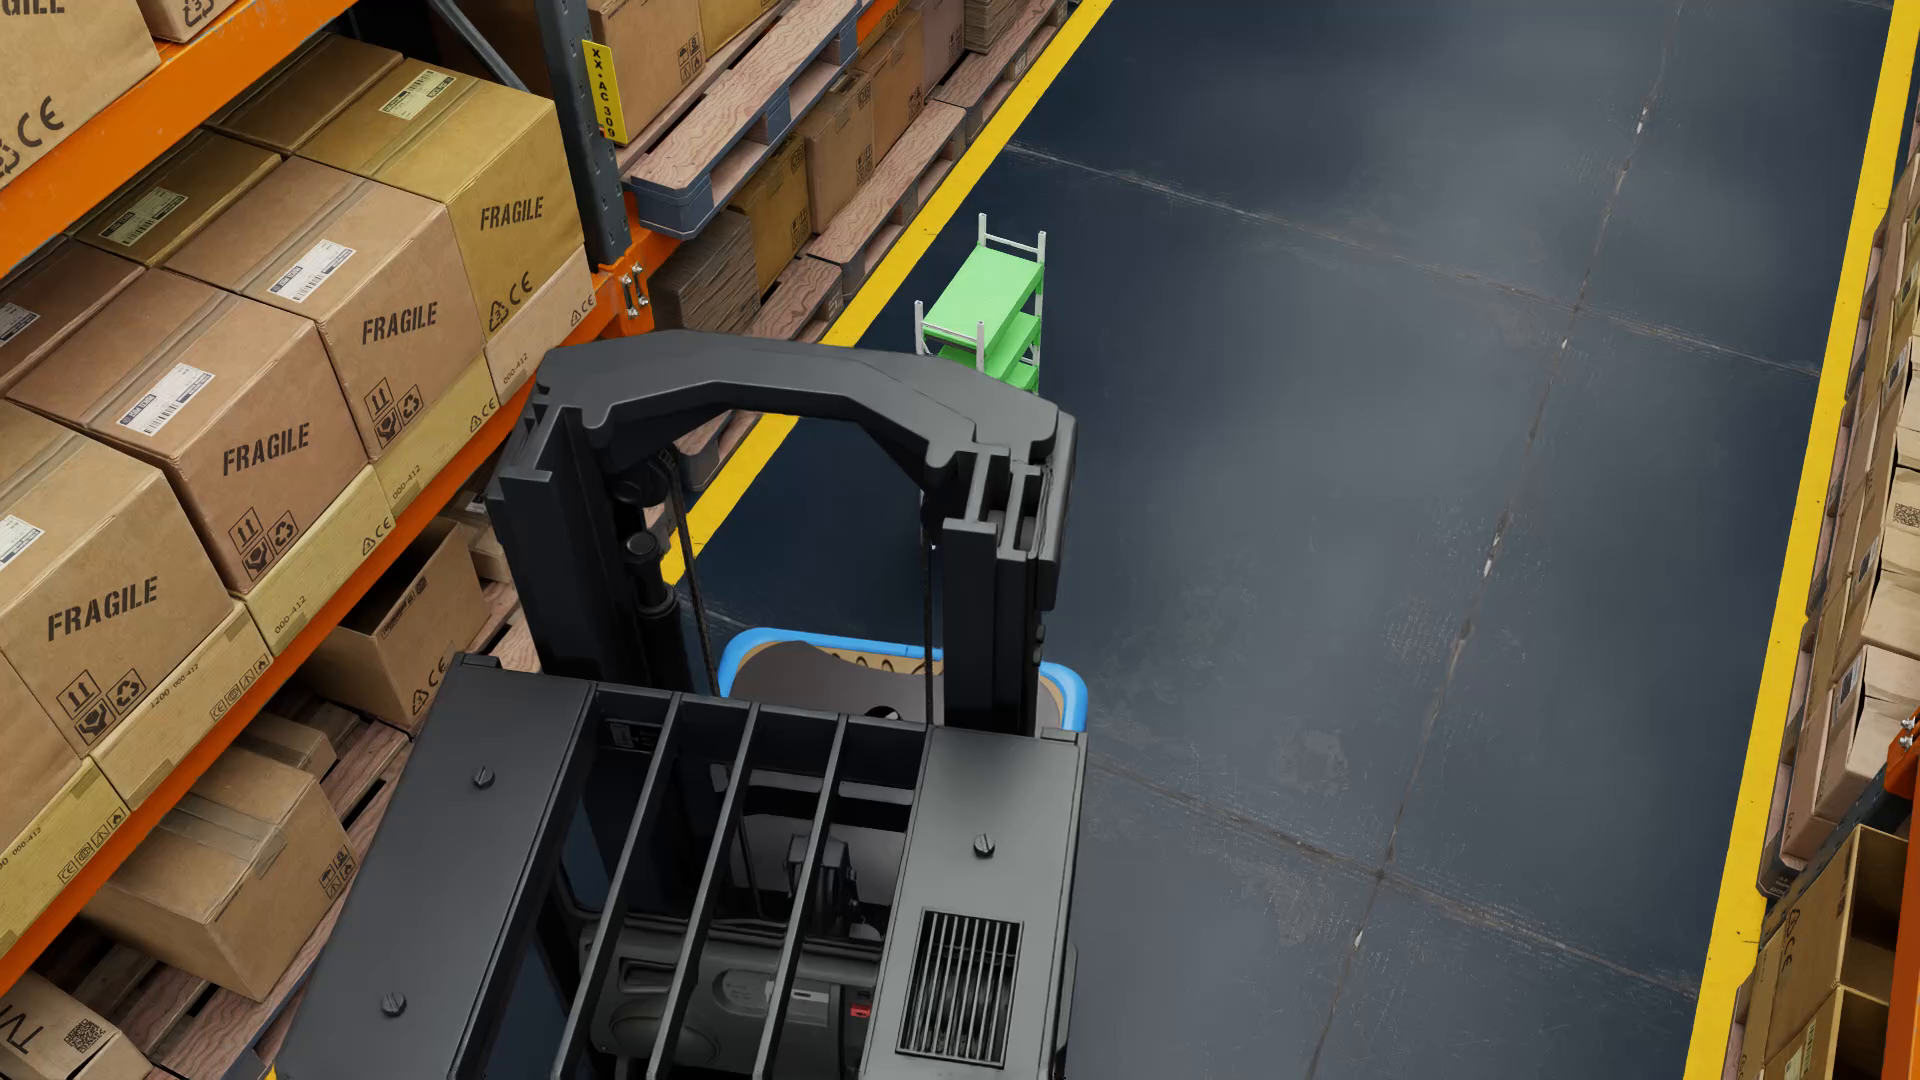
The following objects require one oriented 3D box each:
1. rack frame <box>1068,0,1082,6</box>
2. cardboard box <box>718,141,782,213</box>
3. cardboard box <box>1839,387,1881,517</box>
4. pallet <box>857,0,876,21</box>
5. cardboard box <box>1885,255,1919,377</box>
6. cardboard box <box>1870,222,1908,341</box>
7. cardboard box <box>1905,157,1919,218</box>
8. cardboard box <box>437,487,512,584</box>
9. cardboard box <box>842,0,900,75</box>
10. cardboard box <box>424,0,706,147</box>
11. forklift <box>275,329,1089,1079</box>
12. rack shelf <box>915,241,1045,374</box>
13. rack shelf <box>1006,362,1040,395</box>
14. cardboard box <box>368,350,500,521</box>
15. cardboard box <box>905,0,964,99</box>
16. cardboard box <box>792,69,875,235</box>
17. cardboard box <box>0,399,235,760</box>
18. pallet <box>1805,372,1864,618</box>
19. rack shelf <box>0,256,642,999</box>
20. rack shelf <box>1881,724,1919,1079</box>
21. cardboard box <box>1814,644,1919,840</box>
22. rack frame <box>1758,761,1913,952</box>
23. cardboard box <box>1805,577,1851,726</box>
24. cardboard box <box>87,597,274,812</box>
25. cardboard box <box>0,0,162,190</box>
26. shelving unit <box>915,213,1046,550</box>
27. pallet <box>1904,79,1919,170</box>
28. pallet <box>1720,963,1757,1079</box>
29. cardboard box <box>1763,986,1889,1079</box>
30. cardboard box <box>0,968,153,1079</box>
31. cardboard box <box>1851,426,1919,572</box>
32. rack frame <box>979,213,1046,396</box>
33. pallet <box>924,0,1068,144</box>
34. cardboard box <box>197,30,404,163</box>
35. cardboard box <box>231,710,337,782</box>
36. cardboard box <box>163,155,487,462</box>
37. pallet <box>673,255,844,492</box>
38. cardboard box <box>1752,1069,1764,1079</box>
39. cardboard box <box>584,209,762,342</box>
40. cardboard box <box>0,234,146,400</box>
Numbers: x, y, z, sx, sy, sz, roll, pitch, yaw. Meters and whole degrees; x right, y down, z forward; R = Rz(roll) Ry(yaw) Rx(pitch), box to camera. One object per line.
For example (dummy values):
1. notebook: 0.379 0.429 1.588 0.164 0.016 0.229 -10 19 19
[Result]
1. rack frame: 0.185 -3.940 7.633 1.000 3.000 0.127 20 52 16
2. cardboard box: -1.039 -1.577 6.483 0.500 0.250 0.500 19 52 15
3. cardboard box: 3.527 -0.251 6.024 0.500 0.250 0.500 21 53 17
4. pallet: -0.623 -2.501 6.535 1.003 0.211 1.213 20 52 16
5. cardboard box: 3.740 -0.777 6.103 0.500 0.311 0.500 19 52 15
6. cardboard box: 3.963 -0.964 6.630 0.500 0.250 0.500 18 52 15
7. cardboard box: 4.177 -1.492 6.712 0.500 0.311 0.500 21 53 17
8. cardboard box: -1.725 -0.032 5.879 0.380 0.166 0.250 14 51 11
9. cardboard box: -0.591 -2.275 7.076 0.500 0.250 0.500 20 52 16
10. cardboard box: -1.275 -1.700 5.372 0.700 0.500 0.500 20 52 16
11. forklift: -0.370 1.148 3.349 1.130 2.935 3.031 7 50 6
12. rack shelf: 0.071 -0.772 5.573 0.258 0.148 0.480 20 52 16
13. rack shelf: 0.071 -0.461 5.939 0.258 0.148 0.480 20 52 16
14. cardboard box: -1.672 -0.378 4.687 0.500 0.250 0.500 20 52 16
15. cardboard box: -0.400 -2.443 7.711 0.700 0.500 0.500 20 52 16
16. cardboard box: -0.794 -1.740 7.114 0.700 0.500 0.500 20 53 16
17. cardboard box: -2.100 0.087 3.799 0.500 0.500 0.500 21 53 17
18. pallet: 3.756 -0.036 6.142 1.003 0.211 1.213 20 52 16
19. rack shelf: -2.378 0.425 4.391 1.077 0.370 4.000 20 52 16
20. rack shelf: 2.103 2.034 3.022 1.077 0.370 4.000 20 52 16
21. cardboard box: 2.871 0.625 4.910 0.500 0.311 0.500 20 52 16
22. rack frame: 2.957 0.424 3.920 1.000 3.000 0.127 20 52 16
23. cardboard box: 3.090 0.451 5.426 0.500 0.250 0.500 19 52 16
24. cardboard box: -2.087 0.320 4.093 0.500 0.250 0.500 20 53 16
25. cardboard box: -1.946 -1.030 3.109 0.500 0.500 0.500 18 52 15
26. shelving unit: 0.071 -0.503 5.890 0.258 1.200 0.503 20 52 16
27. pallet: 5.019 -1.929 7.753 1.003 0.211 1.213 20 52 16
28. pallet: 2.579 1.862 4.527 1.003 0.211 1.213 20 52 16
29. cardboard box: 2.269 1.500 4.041 0.500 0.500 0.500 20 52 16
30. cardboard box: -2.612 1.458 4.516 0.500 0.311 0.500 24 54 19
31. cardboard box: 3.303 -0.078 5.508 0.500 0.311 0.500 20 52 16
32. rack frame: 0.175 -0.671 6.033 0.240 1.200 0.015 20 52 16
33. pallet: -0.150 -2.498 8.237 1.003 0.211 1.213 20 52 16
34. cardboard box: -1.913 -1.131 4.835 0.500 0.500 0.500 19 52 15
35. cardboard box: -2.225 0.691 5.276 0.380 0.149 0.250 16 51 13
36. cardboard box: -1.654 -0.614 4.396 0.500 0.500 0.500 20 52 16
37. pallet: -1.192 -0.818 6.808 1.003 0.211 1.213 20 52 16
38. cardboard box: 2.267 1.742 4.328 0.500 0.250 0.500 20 52 16
39. cardboard box: -1.224 -1.030 6.509 0.700 0.500 0.500 21 53 17
40. cardboard box: -2.355 -0.434 4.243 0.500 0.500 0.500 21 53 17
